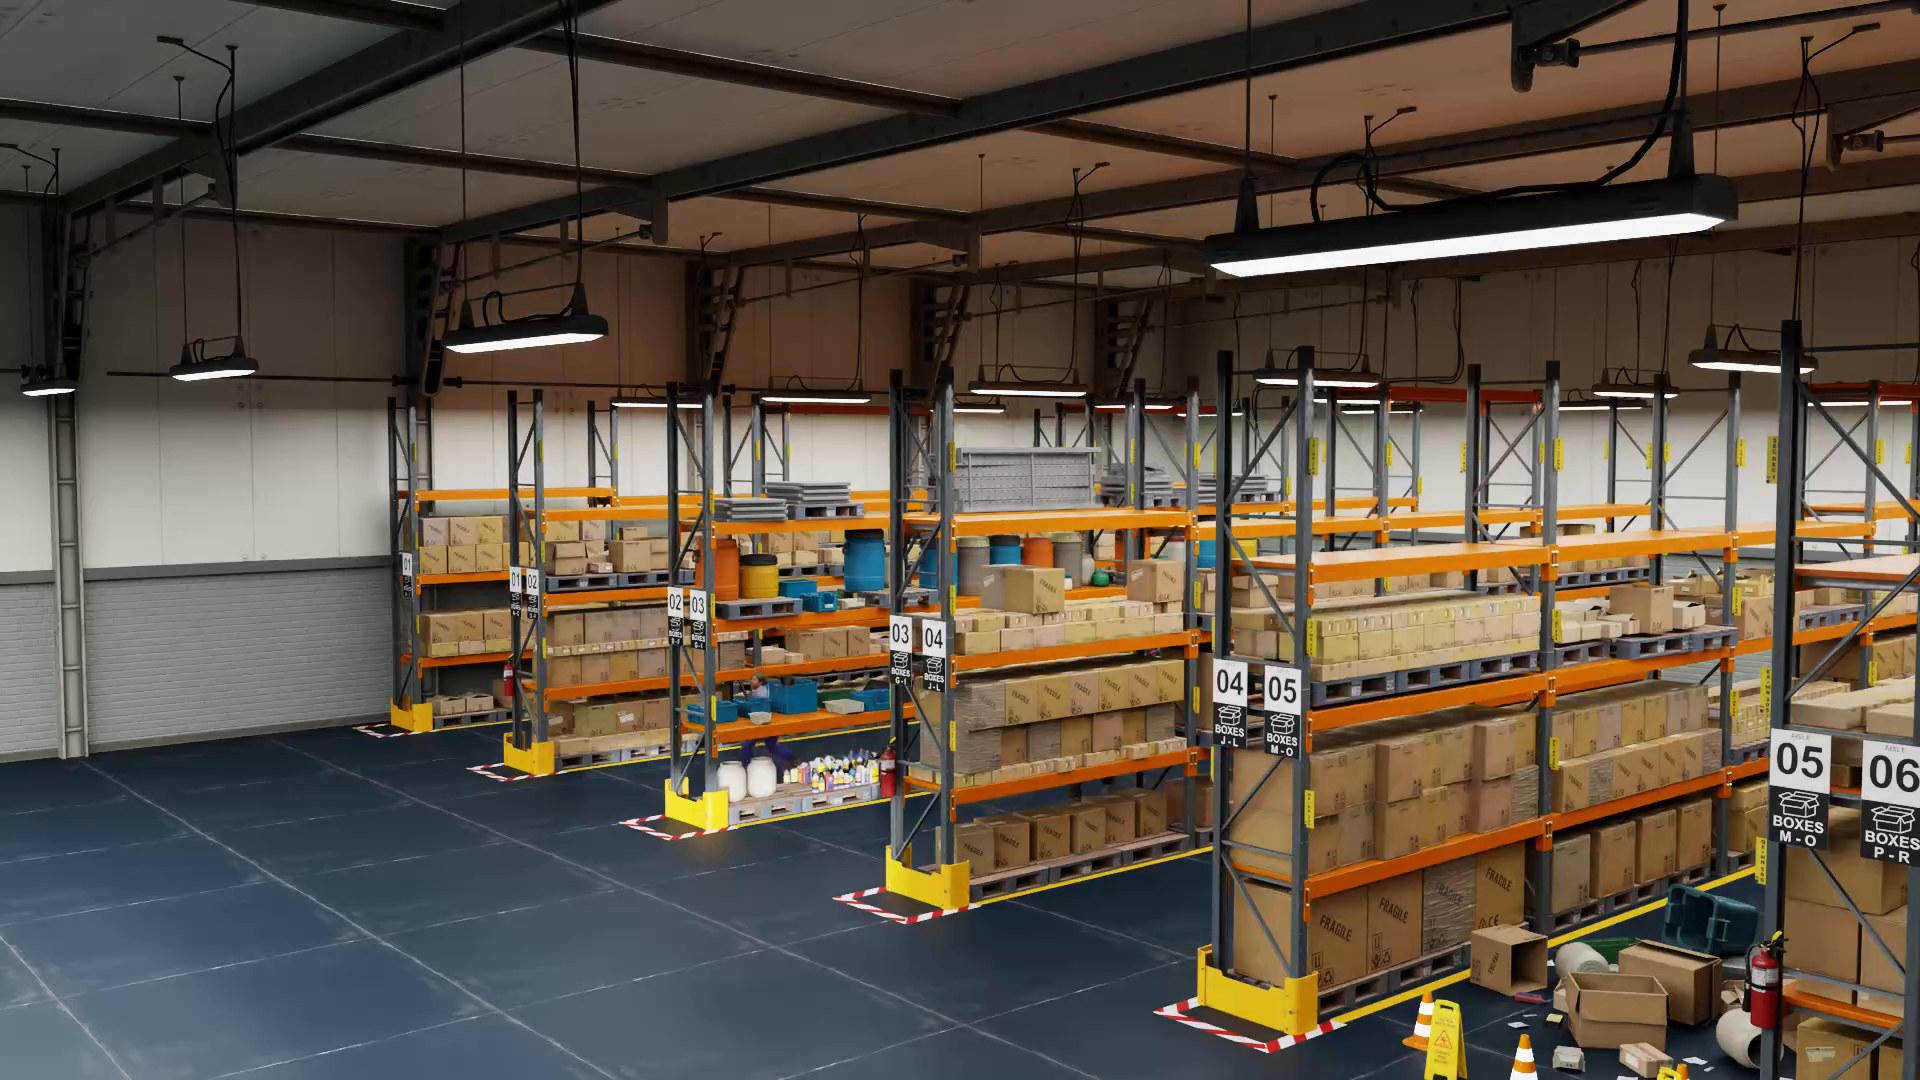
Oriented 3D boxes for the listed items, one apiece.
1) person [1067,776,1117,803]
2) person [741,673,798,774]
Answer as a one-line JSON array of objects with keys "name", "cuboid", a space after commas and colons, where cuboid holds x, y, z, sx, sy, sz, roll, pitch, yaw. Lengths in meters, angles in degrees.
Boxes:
[{"name": "person", "cuboid": [1.834, 2.899, 23.820, 0.684, 1.775, 0.999, 3, 5, 44]}, {"name": "person", "cuboid": [-2.986, 2.878, 25.515, 1.029, 1.692, 0.561, -3, 4, -37]}]
